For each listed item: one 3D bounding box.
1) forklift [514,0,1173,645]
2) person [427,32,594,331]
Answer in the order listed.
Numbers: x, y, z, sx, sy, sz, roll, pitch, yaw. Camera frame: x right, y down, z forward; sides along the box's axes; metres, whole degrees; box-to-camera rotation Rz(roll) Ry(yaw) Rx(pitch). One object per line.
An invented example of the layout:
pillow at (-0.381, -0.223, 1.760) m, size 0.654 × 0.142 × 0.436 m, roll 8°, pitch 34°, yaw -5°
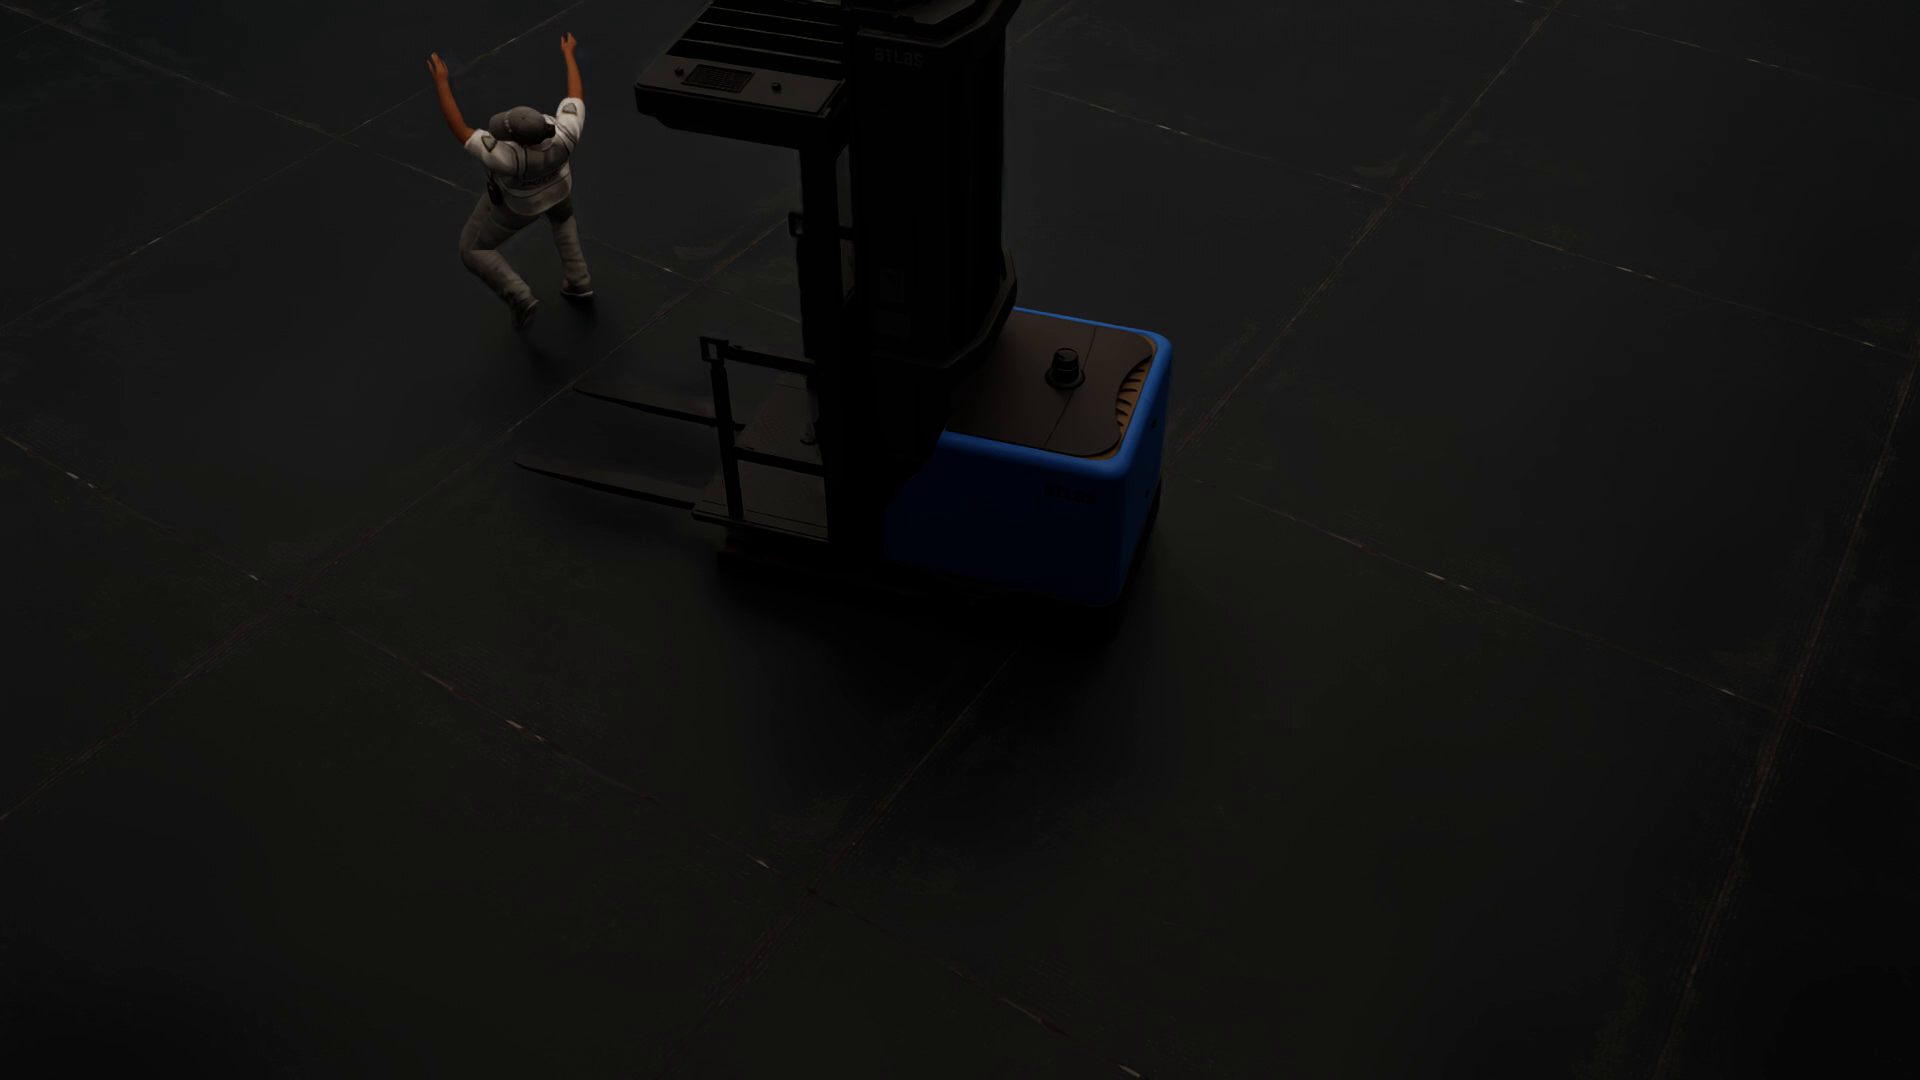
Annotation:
forklift at (-0.618, -1.186, 7.099) m, size 3.031 × 2.935 × 1.130 m, roll 12°, pitch 45°, yaw 13°
person at (-2.193, -1.927, 8.873) m, size 0.657 × 1.552 × 0.933 m, roll 32°, pitch 52°, yaw 29°
